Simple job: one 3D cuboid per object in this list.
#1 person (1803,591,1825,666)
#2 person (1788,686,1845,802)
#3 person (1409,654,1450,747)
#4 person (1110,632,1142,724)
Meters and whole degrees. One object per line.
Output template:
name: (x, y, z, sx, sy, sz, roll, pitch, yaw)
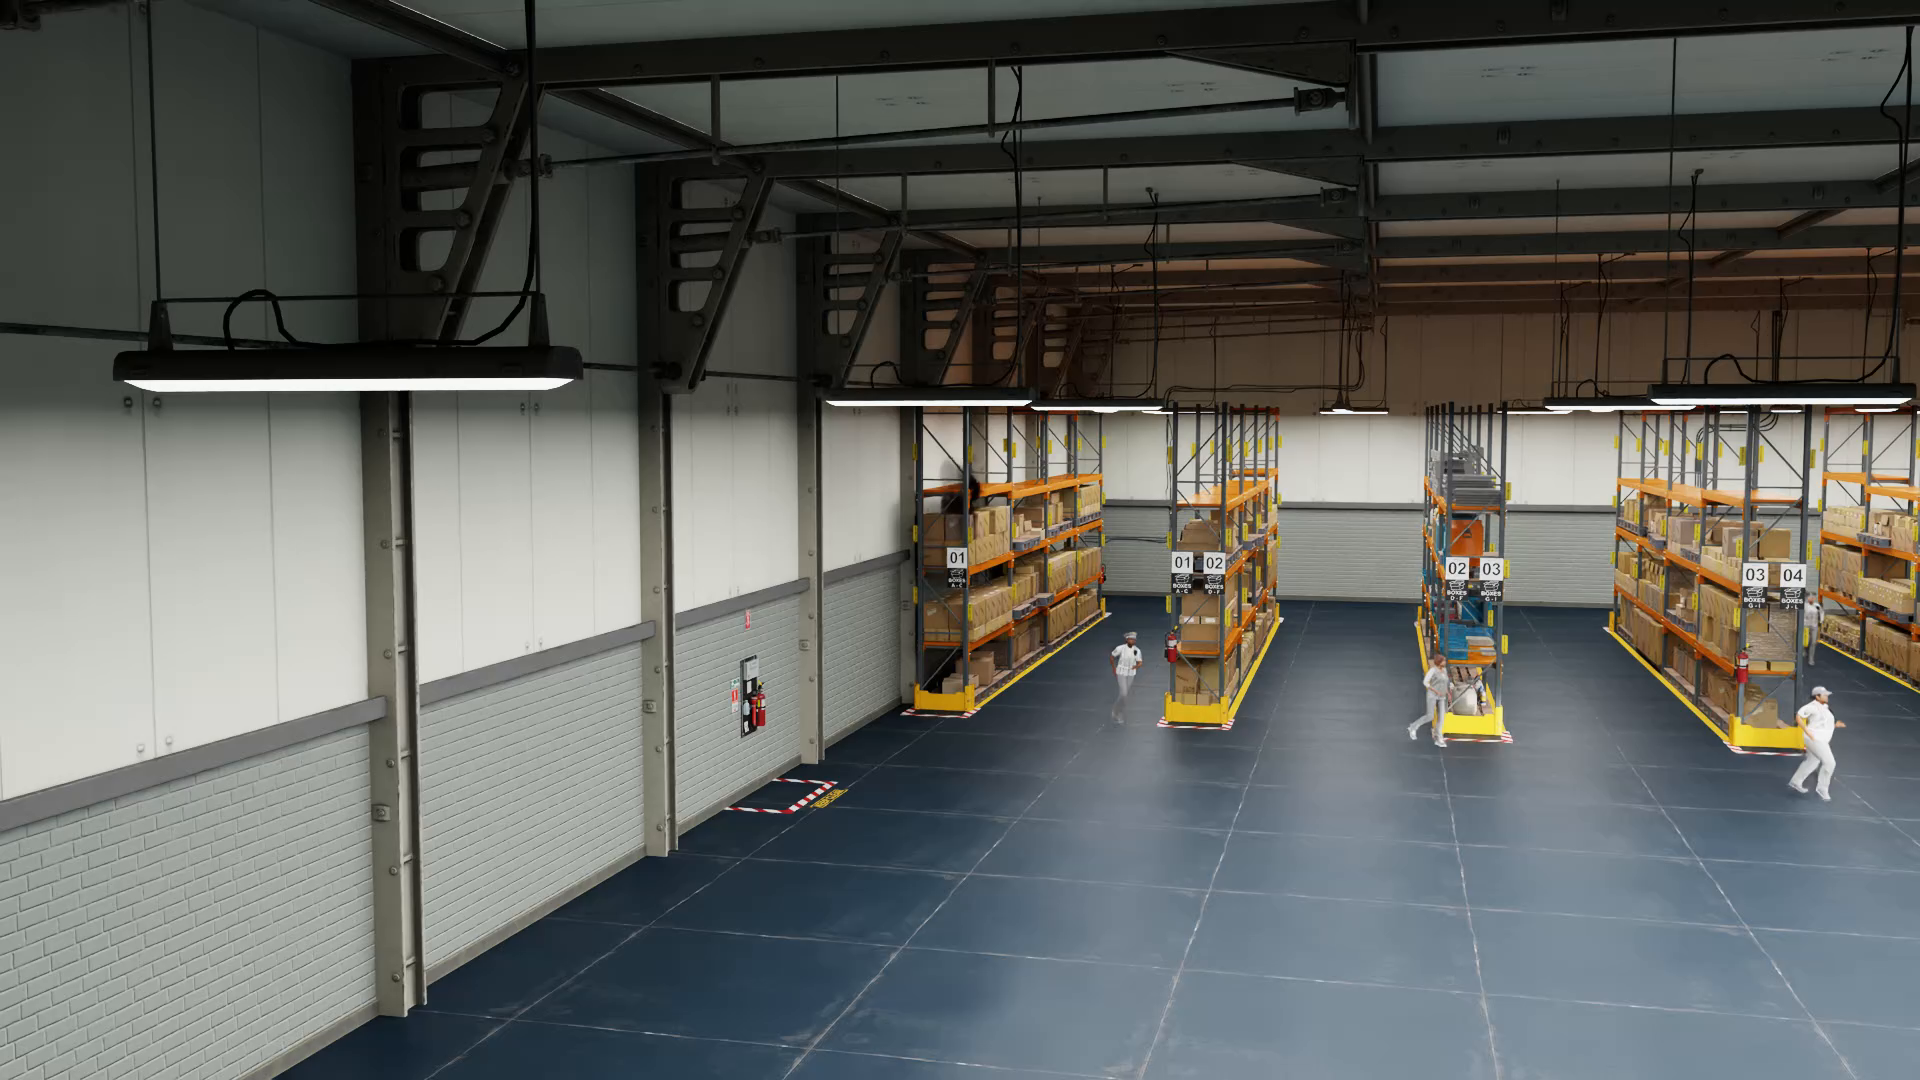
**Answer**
person: (19.784, 2.034, 38.700, 0.611, 1.694, 0.905, 1, 4, 19)
person: (12.883, 3.058, 25.019, 0.752, 1.728, 0.584, 4, 6, 40)
person: (8.342, 2.778, 29.114, 0.608, 1.564, 0.799, -3, 5, -32)
person: (3.137, 2.584, 31.360, 0.566, 1.730, 0.674, -2, 4, -20)
